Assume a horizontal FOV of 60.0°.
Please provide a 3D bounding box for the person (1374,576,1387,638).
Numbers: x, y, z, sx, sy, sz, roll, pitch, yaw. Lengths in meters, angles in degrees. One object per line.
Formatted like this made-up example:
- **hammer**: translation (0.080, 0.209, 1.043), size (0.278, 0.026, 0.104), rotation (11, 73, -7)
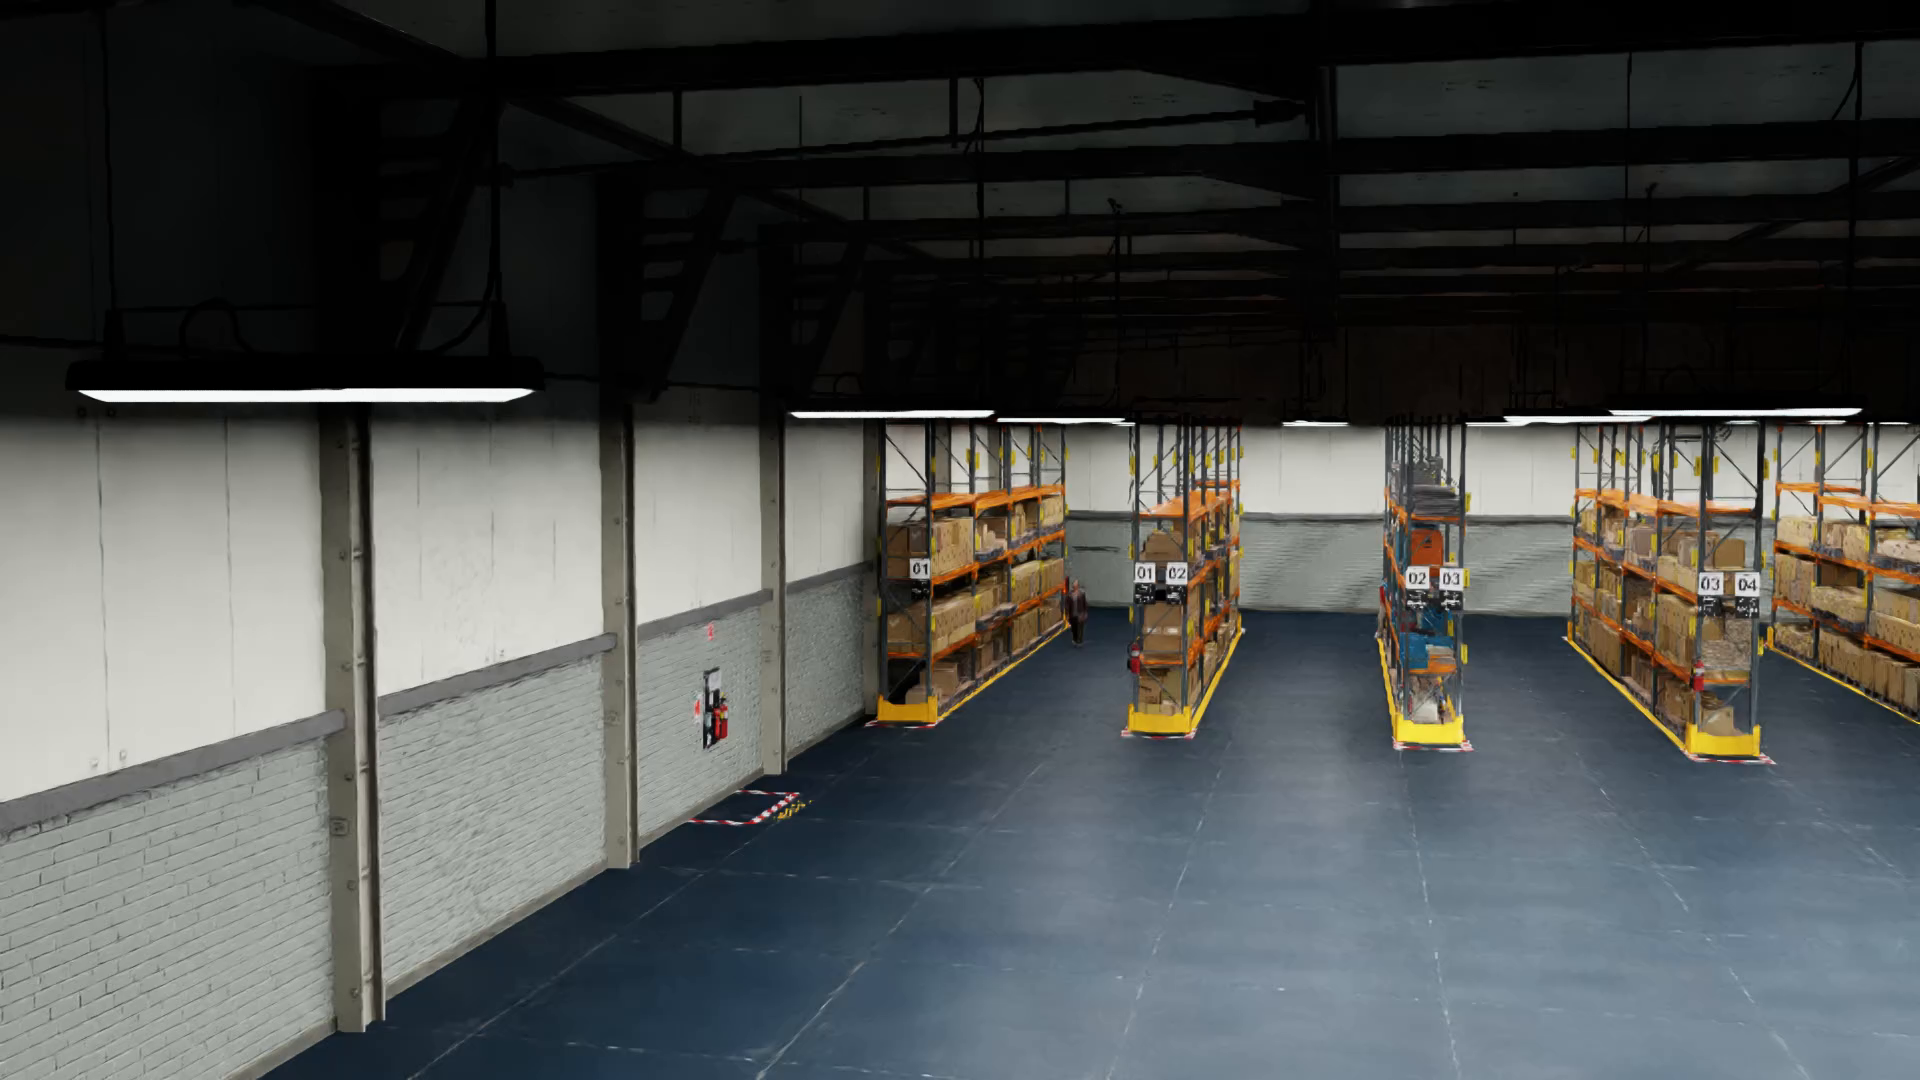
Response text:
- **person**: translation (11.543, 1.806, 44.780), size (0.582, 1.685, 0.972), rotation (3, 5, 34)

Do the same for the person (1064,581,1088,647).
- **person**: translation (3.015, 1.913, 43.434), size (0.589, 1.696, 1.184), rotation (1, 4, 11)
